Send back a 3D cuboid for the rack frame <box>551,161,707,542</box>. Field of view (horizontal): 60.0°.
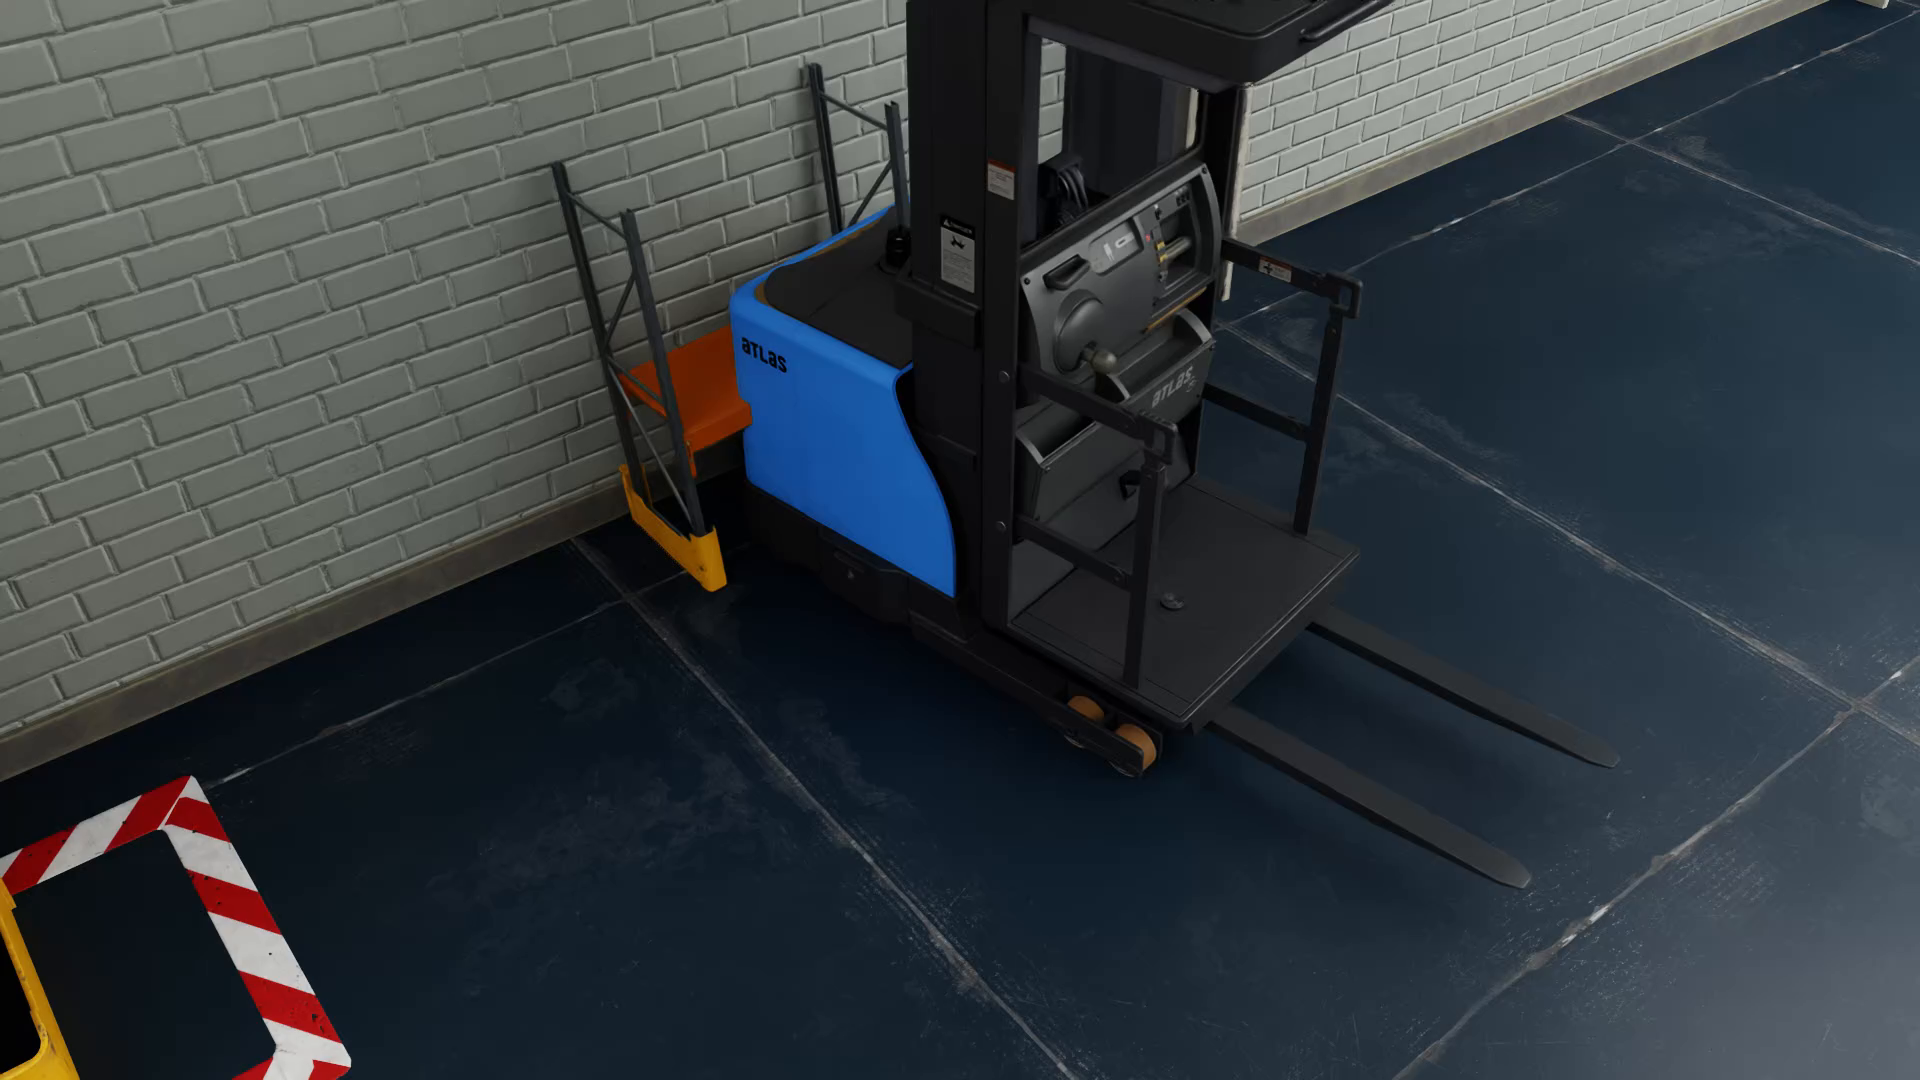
[{"bbox_3d":[-1.107,-0.537,5.726,0.032,1.500,0.500,-29,45,-26],"label":"rack frame"}]

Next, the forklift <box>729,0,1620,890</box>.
[{"bbox_3d":[0.655,-0.759,4.864,3.031,2.935,1.130,28,47,30],"label":"forklift"}]

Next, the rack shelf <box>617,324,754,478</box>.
[{"bbox_3d":[-0.695,-0.623,6.064,1.000,0.185,0.538,-29,45,-26],"label":"rack shelf"}]

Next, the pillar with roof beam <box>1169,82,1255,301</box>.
[{"bbox_3d":[3.608,-2.422,2.107,0.400,9.000,9.100,-26,46,-28],"label":"pillar with roof beam"}]

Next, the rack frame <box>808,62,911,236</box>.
[{"bbox_3d":[-0.312,-0.986,6.173,0.032,1.500,0.500,-29,45,-26],"label":"rack frame"}]

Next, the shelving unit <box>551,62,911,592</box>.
[{"bbox_3d":[-0.716,-0.758,5.945,1.083,1.500,0.587,-29,45,-26],"label":"shelving unit"}]

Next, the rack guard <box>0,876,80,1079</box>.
[{"bbox_3d":[-2.652,1.193,4.402,0.348,0.500,1.175,-26,46,-28],"label":"rack guard"}]

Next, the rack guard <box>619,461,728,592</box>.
[{"bbox_3d":[-1.058,-0.057,6.123,0.087,0.250,0.587,-29,45,-26],"label":"rack guard"}]
